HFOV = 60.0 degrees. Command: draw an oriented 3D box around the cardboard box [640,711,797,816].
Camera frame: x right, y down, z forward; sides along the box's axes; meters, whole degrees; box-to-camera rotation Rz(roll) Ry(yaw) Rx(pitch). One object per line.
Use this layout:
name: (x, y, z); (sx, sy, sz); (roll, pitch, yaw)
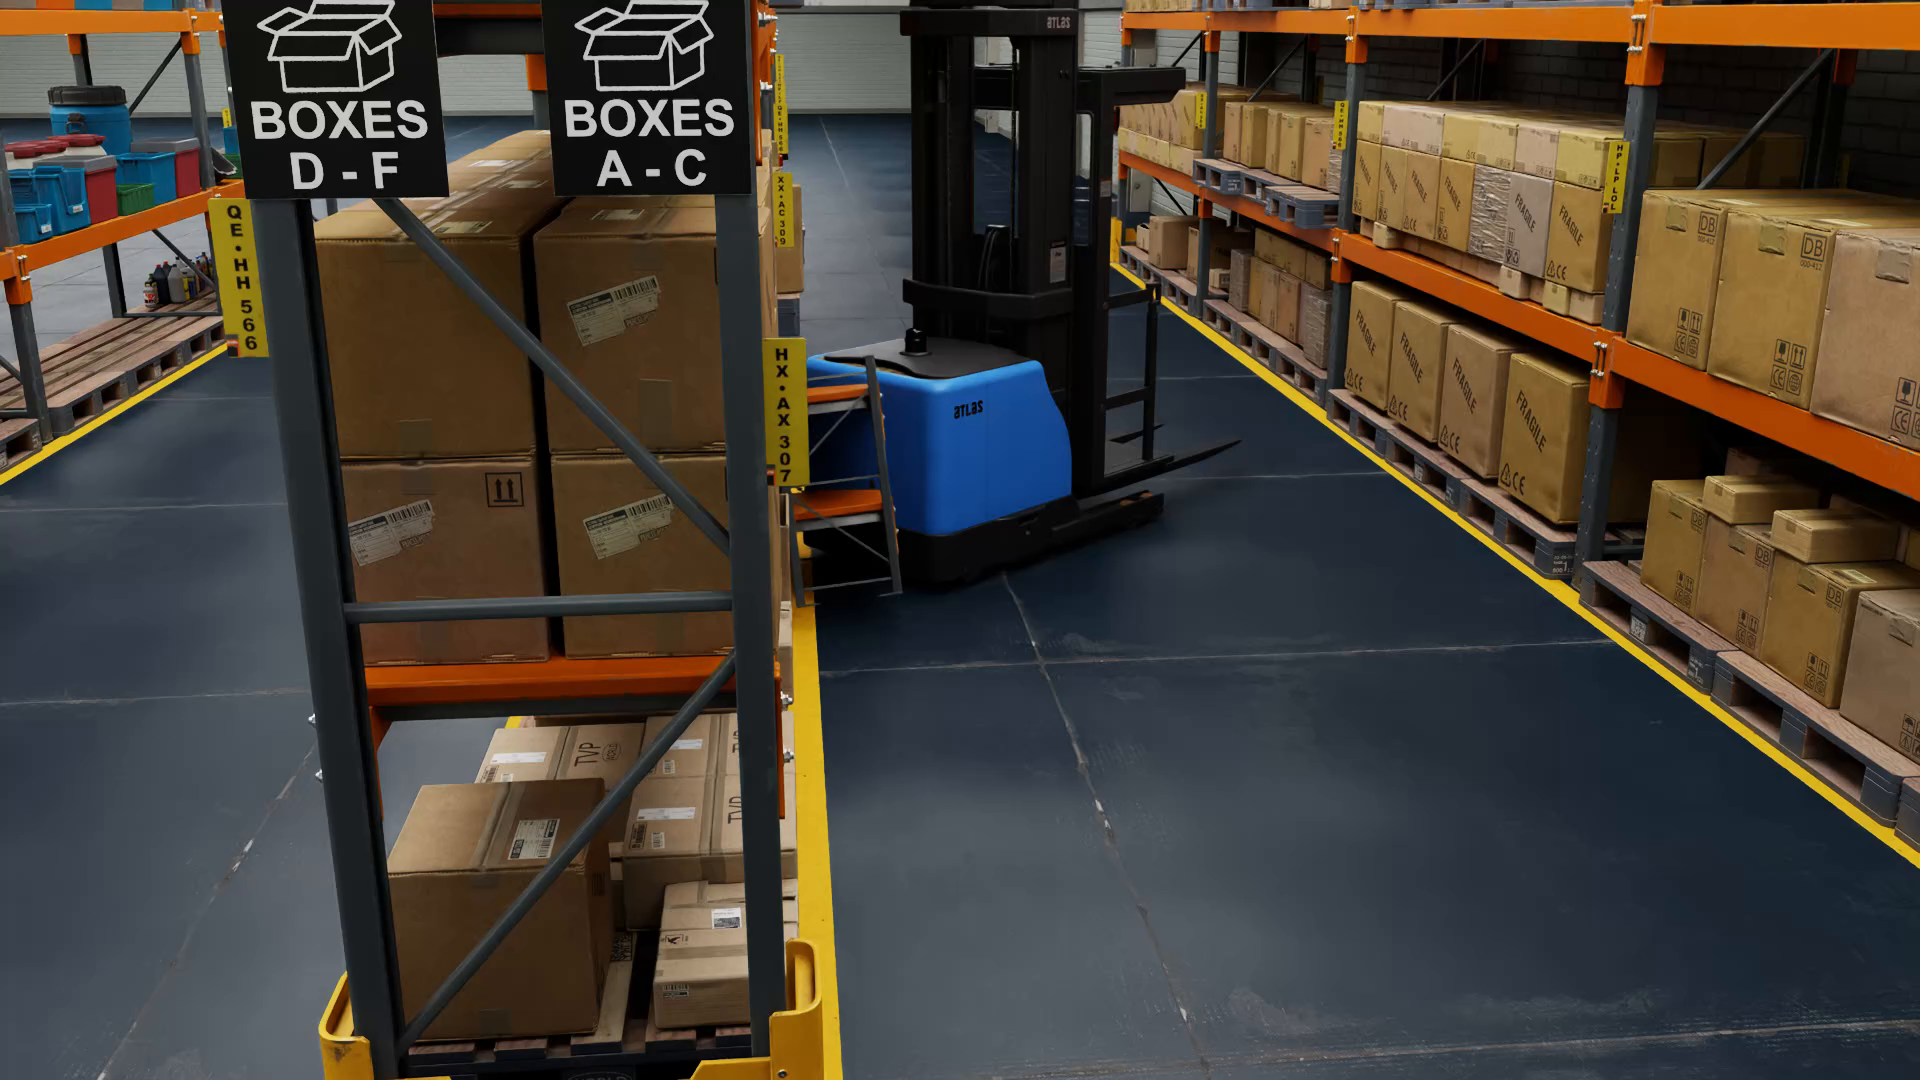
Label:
cardboard box: (-0.797, 0.788, 5.515); (0.500, 0.250, 0.500); (-2, 18, -6)

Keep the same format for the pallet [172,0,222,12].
pallet: (-7.256, -4.821, 14.834); (1.213, 0.211, 1.003); (-2, 18, -6)

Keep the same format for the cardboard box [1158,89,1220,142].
cardboard box: (2.315, -4.300, 16.832); (0.500, 0.500, 0.500); (-2, 18, -7)

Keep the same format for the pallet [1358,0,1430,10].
pallet: (3.301, -3.534, 10.732); (1.213, 0.211, 1.003); (-1, 17, -3)

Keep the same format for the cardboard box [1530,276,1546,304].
cardboard box: (3.247, -1.326, 8.778); (0.380, 0.149, 0.250); (-1, 17, -4)

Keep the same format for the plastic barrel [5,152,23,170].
plastic barrel: (-7.034, -2.555, 12.122); (0.421, 0.512, 0.421); (0, 17, 0)

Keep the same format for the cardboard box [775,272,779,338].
cardboard box: (-0.971, -0.790, 6.519); (0.500, 0.500, 0.500); (-1, 17, -4)

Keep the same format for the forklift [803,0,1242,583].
forklift: (0.518, -1.550, 9.220); (1.130, 2.935, 3.031); (15, 23, 40)

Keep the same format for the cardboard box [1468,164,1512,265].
cardboard box: (3.191, -1.821, 9.274); (0.500, 0.500, 0.500); (-2, 18, -6)

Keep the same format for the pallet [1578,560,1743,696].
pallet: (3.595, 0.368, 7.651); (1.003, 0.211, 1.213); (-2, 18, -6)

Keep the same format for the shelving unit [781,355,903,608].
shelving unit: (-0.652, -0.332, 8.230); (0.538, 1.125, 1.048); (-8, 8, -7)

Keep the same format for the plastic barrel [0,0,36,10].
plastic barrel: (-6.541, -3.998, 11.060); (0.600, 0.901, 0.600); (0, 17, 0)

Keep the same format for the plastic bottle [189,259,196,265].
plastic bottle: (-7.553, -2.626, 16.355); (0.097, 0.271, 0.097); (0, 17, 0)

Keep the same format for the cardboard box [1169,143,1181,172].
cardboard box: (2.376, -3.793, 16.467); (0.500, 0.250, 0.500); (-2, 18, -5)

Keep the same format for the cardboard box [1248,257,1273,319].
cardboard box: (2.965, -2.221, 14.681); (0.700, 0.500, 0.500); (-2, 18, -7)

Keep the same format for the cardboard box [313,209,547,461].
cardboard box: (-1.239, -0.494, 3.906); (0.500, 0.500, 0.500); (-2, 18, -6)

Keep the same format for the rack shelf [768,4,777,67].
rack shelf: (-1.538, -2.721, 9.028); (1.077, 0.370, 4.000); (-2, 18, -6)

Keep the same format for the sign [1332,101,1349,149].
sign: (2.643, -2.878, 11.535); (0.100, 0.325, 0.005); (-2, 18, -6)

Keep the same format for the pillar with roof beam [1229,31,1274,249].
pillar with roof beam: (-0.992, -7.314, 17.449); (9.100, 9.000, 0.400); (-2, 18, -6)

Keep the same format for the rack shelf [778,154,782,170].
rack shelf: (-2.364, -3.673, 17.069); (1.077, 0.370, 4.000); (-2, 18, -6)

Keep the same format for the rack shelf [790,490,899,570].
rack shelf: (-0.624, -0.092, 8.263); (0.538, 0.278, 1.000); (-8, 8, -7)

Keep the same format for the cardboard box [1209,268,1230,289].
cardboard box: (2.685, -2.591, 16.418); (0.380, 0.166, 0.250); (-4, 18, -13)

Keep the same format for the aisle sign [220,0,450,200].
aisle sign: (-1.217, -1.056, 3.191); (0.394, 0.787, 0.004); (-2, 18, -6)

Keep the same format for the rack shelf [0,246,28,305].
rack shelf: (-6.466, -1.138, 8.994); (1.077, 0.370, 4.000); (-2, 18, -6)

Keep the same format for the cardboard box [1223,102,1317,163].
cardboard box: (2.788, -3.679, 14.988); (0.700, 0.500, 0.500); (-2, 18, -5)

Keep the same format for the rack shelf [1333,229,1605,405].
rack shelf: (3.389, -1.444, 9.968); (1.077, 0.370, 4.000); (-2, 18, -6)

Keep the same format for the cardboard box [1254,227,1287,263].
cardboard box: (2.911, -2.600, 14.636); (0.500, 0.250, 0.500); (-2, 18, -7)

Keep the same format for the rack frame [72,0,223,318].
rack frame: (-7.085, -3.268, 14.580); (1.000, 3.000, 0.127); (-2, 18, -6)

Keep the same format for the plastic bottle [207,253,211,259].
plastic bottle: (-7.620, -2.818, 16.967); (0.097, 0.271, 0.097); (0, 17, 0)

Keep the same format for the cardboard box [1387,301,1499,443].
cardboard box: (3.212, -1.073, 10.475); (0.750, 0.750, 0.750); (-2, 18, -6)

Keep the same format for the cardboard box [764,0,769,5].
cardboard box: (-1.017, -2.260, 6.610); (0.500, 0.250, 0.500); (-2, 18, -6)

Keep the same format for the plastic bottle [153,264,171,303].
plastic bottle: (-7.438, -2.397, 15.493); (0.144, 0.351, 0.185); (-2, 18, -7)

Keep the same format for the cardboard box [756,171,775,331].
cardboard box: (-0.811, -0.815, 4.929); (0.500, 0.500, 0.500); (-2, 17, -5)

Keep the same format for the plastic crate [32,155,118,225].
plastic crate: (-6.534, -2.598, 12.338); (0.402, 0.464, 0.583); (-2, 18, -6)

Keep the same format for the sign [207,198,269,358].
sign: (-1.474, -0.537, 3.419); (0.100, 0.325, 0.005); (-2, 18, -6)

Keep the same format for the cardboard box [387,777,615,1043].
cardboard box: (-1.221, 0.983, 4.476); (0.500, 0.500, 0.500); (-2, 18, -6)

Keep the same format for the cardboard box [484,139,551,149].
cardboard box: (-1.510, -1.259, 6.343); (0.500, 0.500, 0.500); (-2, 18, -7)

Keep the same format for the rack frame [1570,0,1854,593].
rack frame: (3.595, -1.191, 7.963); (1.000, 3.000, 0.127); (-2, 18, -6)

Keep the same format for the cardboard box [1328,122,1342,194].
cardboard box: (3.124, -2.780, 12.123); (0.700, 0.500, 0.500); (-4, 18, -12)

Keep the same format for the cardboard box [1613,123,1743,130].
cardboard box: (3.746, -2.049, 8.746); (0.500, 0.250, 0.500); (-2, 17, -5)

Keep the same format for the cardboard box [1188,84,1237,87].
cardboard box: (2.717, -4.624, 17.863); (0.500, 0.500, 0.500); (-2, 18, -7)

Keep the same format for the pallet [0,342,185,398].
pallet: (-6.836, -1.341, 13.096); (1.003, 0.211, 1.213); (-2, 18, -6)

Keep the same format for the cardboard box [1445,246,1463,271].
cardboard box: (3.155, -1.710, 10.004); (0.380, 0.149, 0.250); (-2, 18, -5)

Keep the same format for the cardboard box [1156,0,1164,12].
cardboard box: (2.297, -5.673, 17.030); (0.500, 0.500, 0.500); (-1, 17, -2)

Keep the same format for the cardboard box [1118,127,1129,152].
cardboard box: (2.092, -4.549, 18.876); (0.500, 0.250, 0.500); (-2, 18, -7)

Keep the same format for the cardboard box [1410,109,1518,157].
cardboard box: (3.084, -2.487, 10.144); (0.500, 0.250, 0.500); (-2, 18, -5)

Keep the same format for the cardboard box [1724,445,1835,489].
cardboard box: (3.753, -0.332, 7.614); (0.380, 0.149, 0.250); (-2, 18, -6)

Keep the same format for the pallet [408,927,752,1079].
pallet: (-1.011, 1.225, 4.922); (1.003, 0.211, 1.213); (-2, 18, -6)

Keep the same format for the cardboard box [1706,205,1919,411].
cardboard box: (3.704, -0.954, 6.708); (0.980, 0.700, 0.700); (-2, 18, -7)

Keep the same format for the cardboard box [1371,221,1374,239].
cardboard box: (3.003, -2.092, 11.218); (0.380, 0.149, 0.250); (-2, 17, -5)

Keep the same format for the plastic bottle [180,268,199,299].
plastic bottle: (-7.313, -2.431, 15.725); (0.152, 0.276, 0.135); (-2, 18, -6)

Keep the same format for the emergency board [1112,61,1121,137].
emergency board: (2.454, -7.109, 26.814); (0.194, 1.169, 0.643); (-2, 18, -6)

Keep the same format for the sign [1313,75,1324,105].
sign: (3.321, -4.145, 15.439); (0.100, 0.325, 0.005); (-2, 18, -6)

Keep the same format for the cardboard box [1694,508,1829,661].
cardboard box: (3.618, 0.177, 7.077); (0.700, 0.500, 0.500); (-2, 18, -6)

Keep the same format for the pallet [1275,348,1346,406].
pallet: (3.103, -1.285, 12.918); (1.003, 0.211, 1.213); (-2, 18, -6)

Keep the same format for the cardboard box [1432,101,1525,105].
cardboard box: (3.487, -2.813, 11.179); (0.500, 0.250, 0.500); (-1, 17, -4)

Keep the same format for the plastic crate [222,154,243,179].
plastic crate: (-6.944, -3.580, 15.928); (0.450, 0.188, 0.662); (-2, 18, -6)
